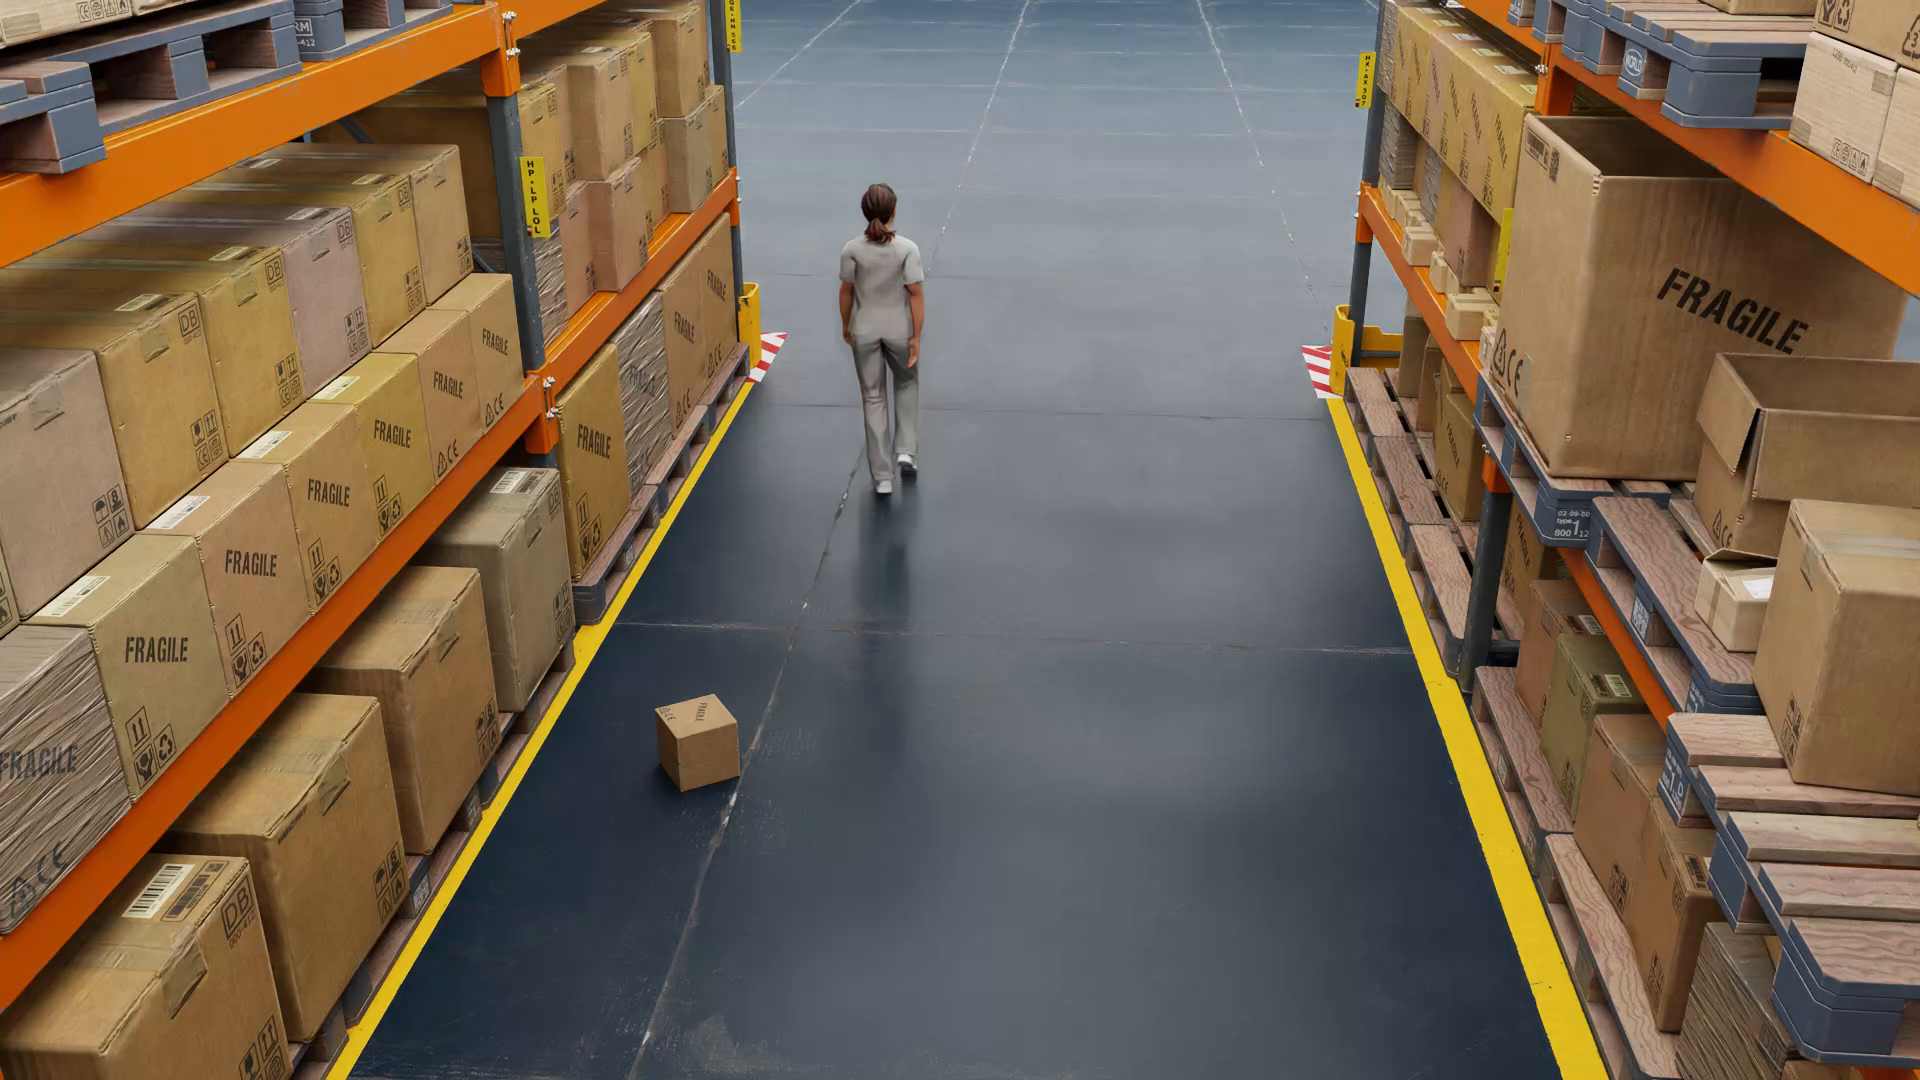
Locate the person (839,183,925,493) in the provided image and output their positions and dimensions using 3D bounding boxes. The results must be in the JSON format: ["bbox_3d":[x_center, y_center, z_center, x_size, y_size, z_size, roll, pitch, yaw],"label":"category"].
[{"bbox_3d":[-0.417,-1.074,8.977,0.457,1.726,0.578,-1,25,-2],"label":"person"}]
